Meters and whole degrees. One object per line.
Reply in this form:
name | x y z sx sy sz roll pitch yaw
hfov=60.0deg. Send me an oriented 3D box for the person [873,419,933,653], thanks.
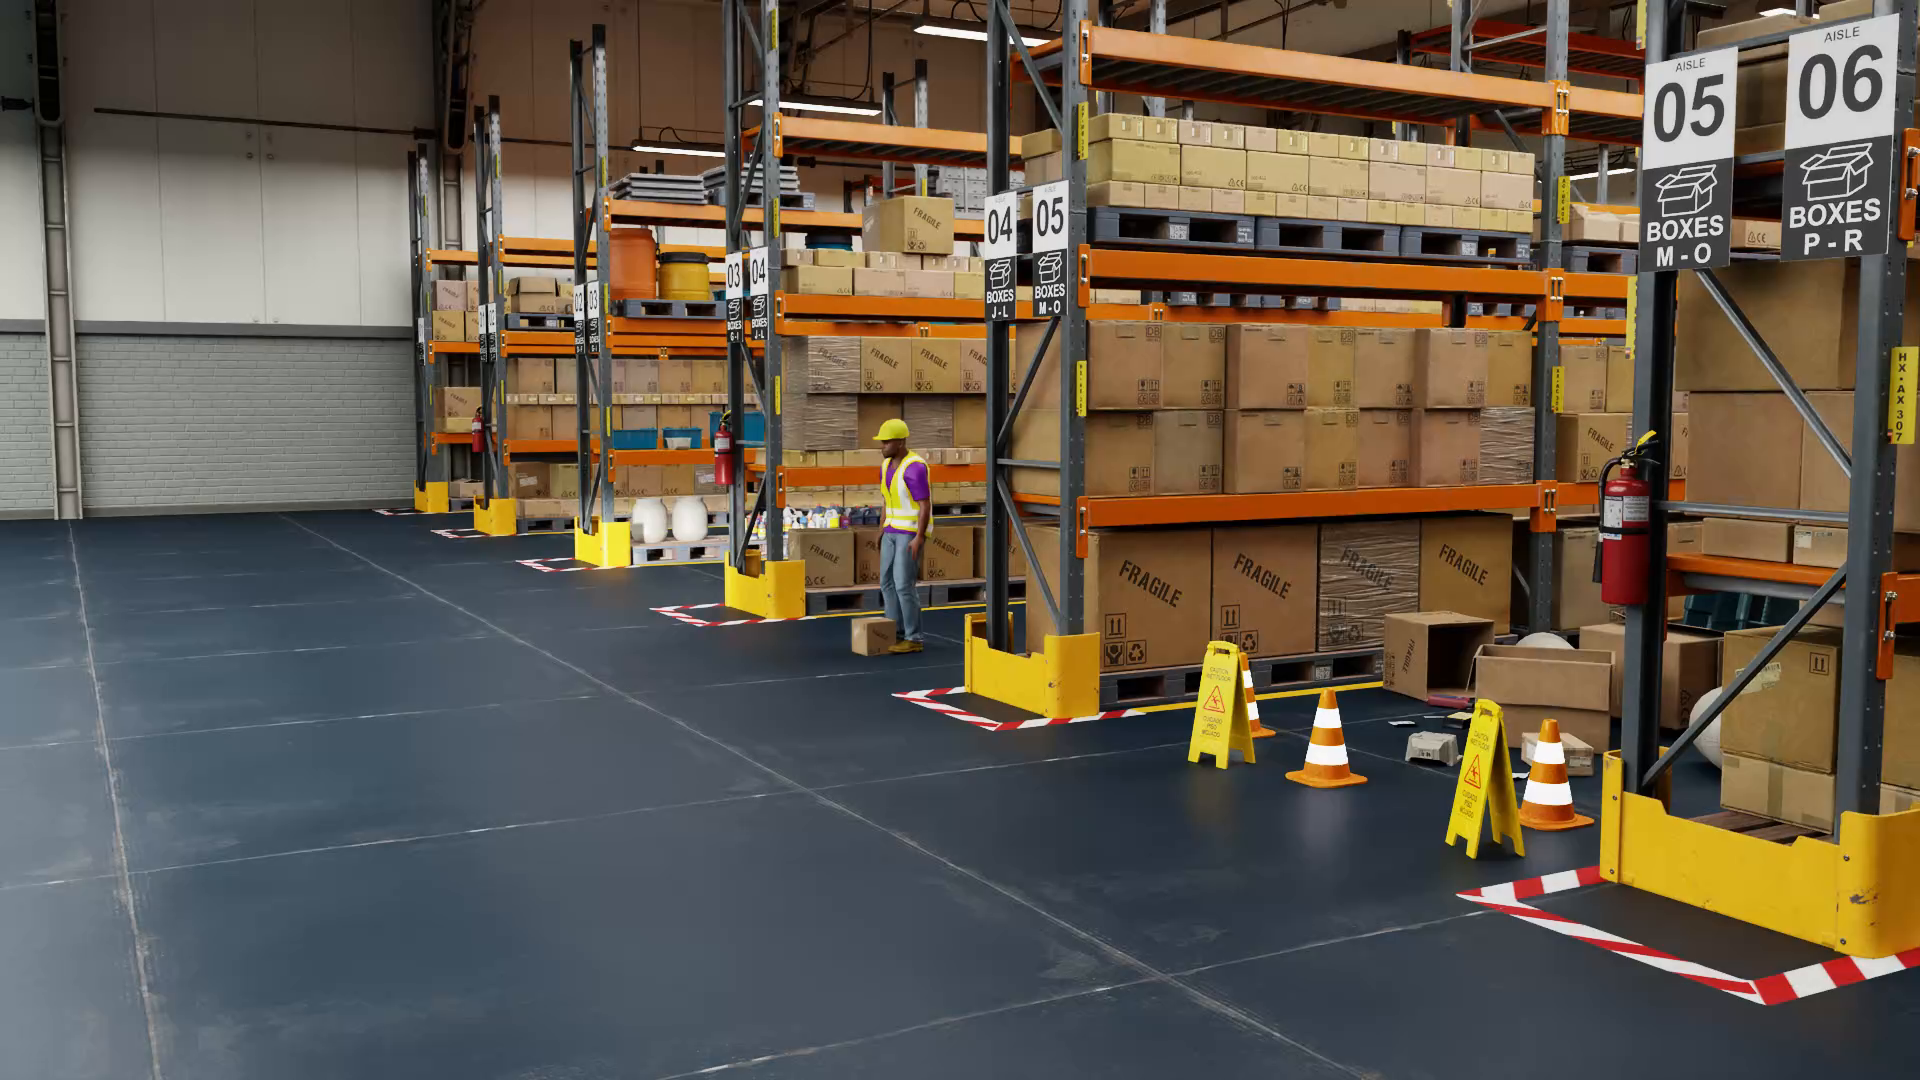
person | -0.455 -0.036 12.578 0.463 1.759 0.625 -3 6 -31
